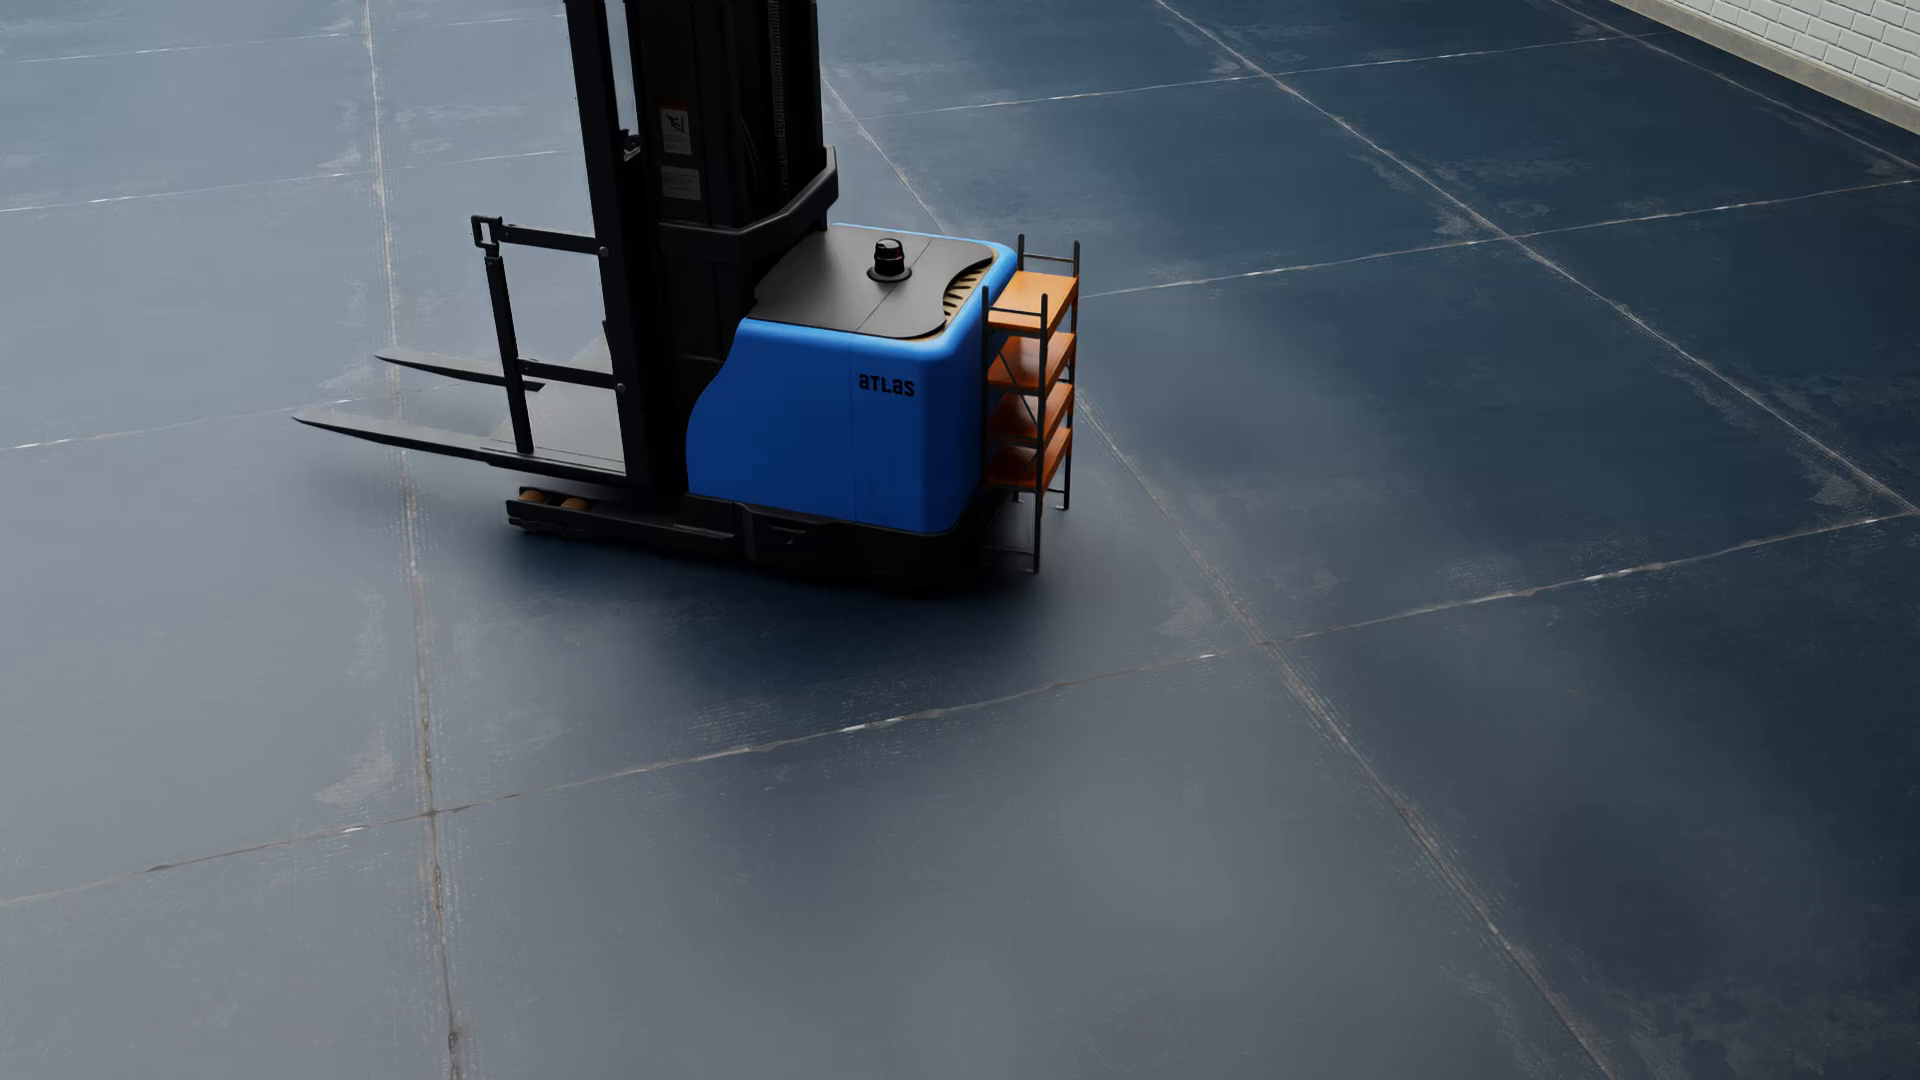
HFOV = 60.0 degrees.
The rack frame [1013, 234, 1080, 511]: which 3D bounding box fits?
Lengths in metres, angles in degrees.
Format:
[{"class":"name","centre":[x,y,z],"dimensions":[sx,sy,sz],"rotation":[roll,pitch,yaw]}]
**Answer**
[{"class":"rack frame","centre":[0.338,-0.645,6.639],"dimensions":[0.240,1.200,0.015],"rotation":[10,35,14]}]

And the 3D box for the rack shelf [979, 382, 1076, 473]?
[{"class":"rack shelf","centre":[0.267,-0.461,6.481],"dimensions":[0.258,0.148,0.480],"rotation":[10,35,14]}]

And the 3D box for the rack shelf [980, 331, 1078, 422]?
[{"class":"rack shelf","centre":[0.267,-0.647,6.358],"dimensions":[0.258,0.148,0.480],"rotation":[10,35,14]}]

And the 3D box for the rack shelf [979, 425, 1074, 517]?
[{"class":"rack shelf","centre":[0.267,-0.295,6.590],"dimensions":[0.258,0.148,0.480],"rotation":[10,35,14]}]

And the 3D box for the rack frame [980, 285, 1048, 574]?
[{"class":"rack frame","centre":[0.196,-0.388,6.249],"dimensions":[0.240,1.200,0.015],"rotation":[10,35,14]}]

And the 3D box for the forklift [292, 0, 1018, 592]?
[{"class":"forklift","centre":[-1.329,-1.489,6.345],"dimensions":[3.031,2.935,1.130],"rotation":[10,35,15]}]

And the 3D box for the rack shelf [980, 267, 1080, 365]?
[{"class":"rack shelf","centre":[0.267,-0.845,6.227],"dimensions":[0.258,0.148,0.480],"rotation":[10,35,14]}]

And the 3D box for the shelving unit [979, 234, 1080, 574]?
[{"class":"shelving unit","centre":[0.267,-0.517,6.444],"dimensions":[0.258,1.200,0.503],"rotation":[10,35,14]}]
